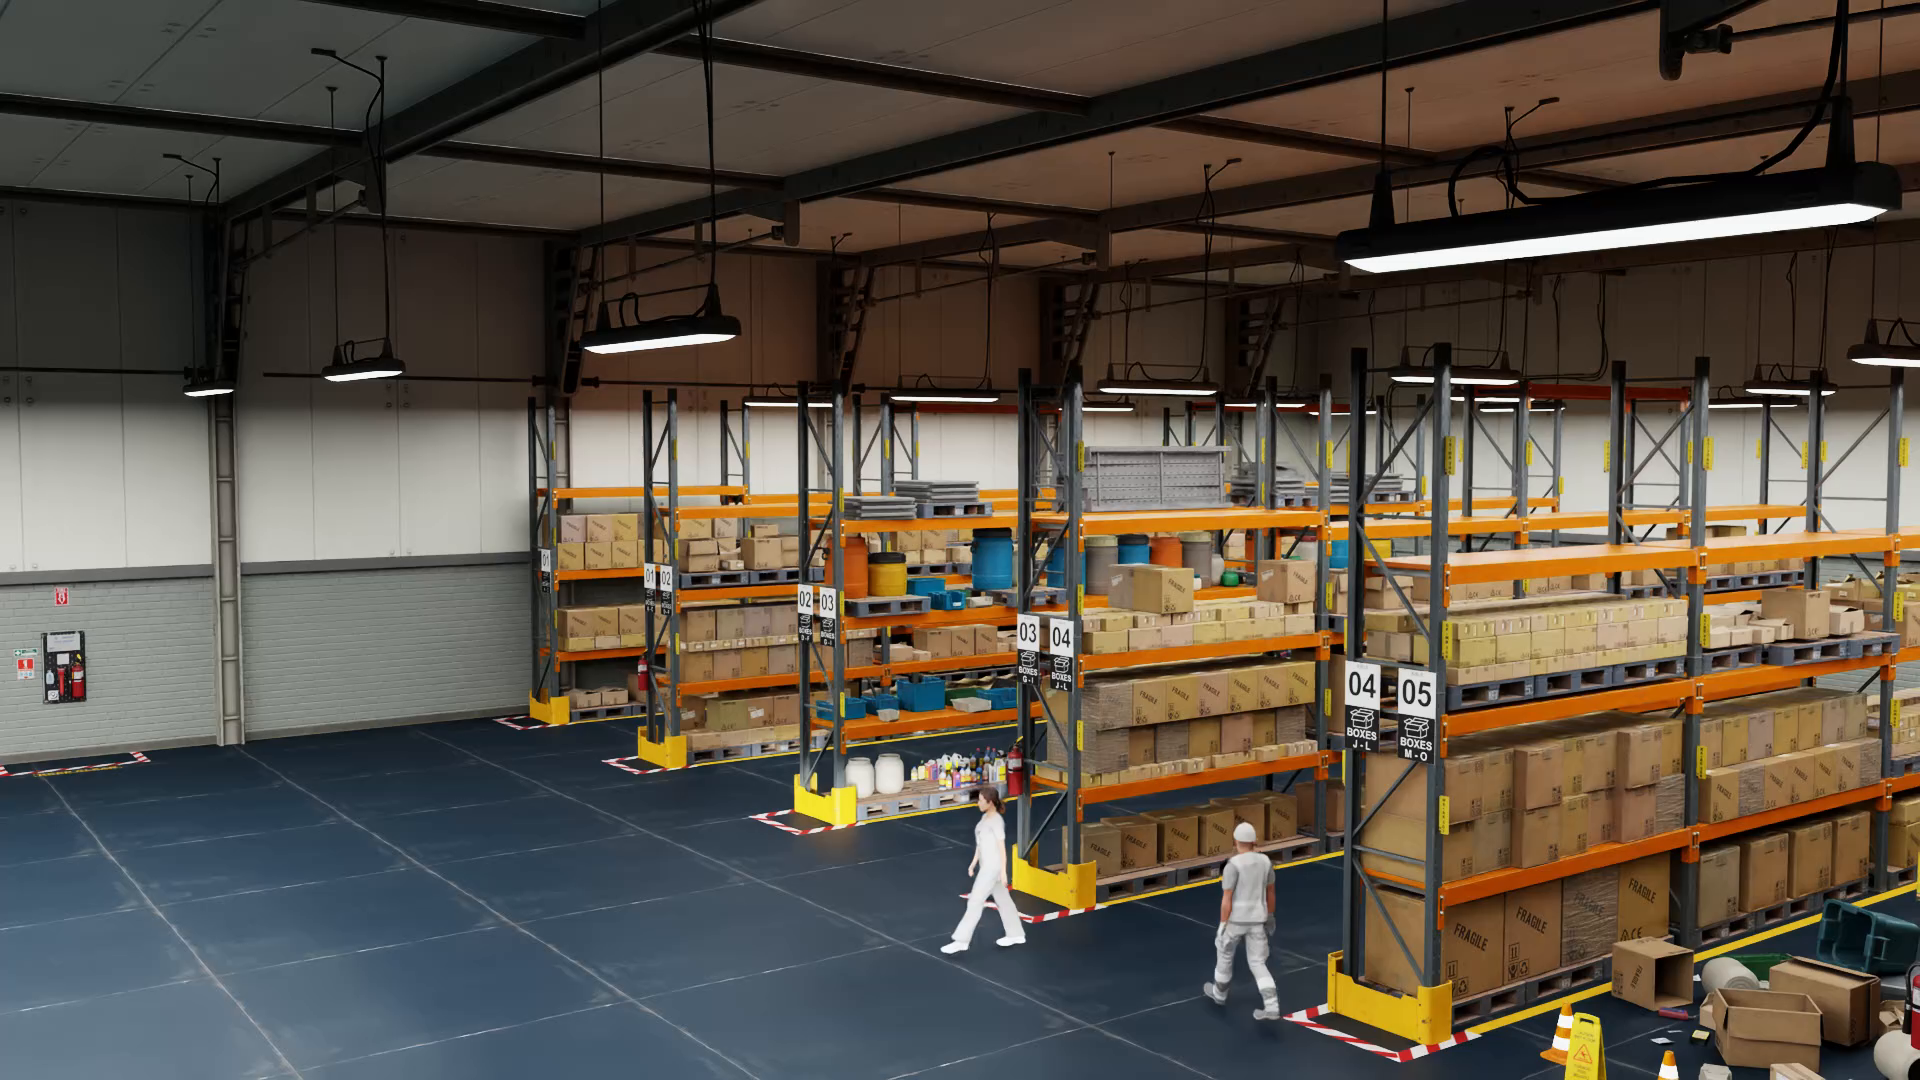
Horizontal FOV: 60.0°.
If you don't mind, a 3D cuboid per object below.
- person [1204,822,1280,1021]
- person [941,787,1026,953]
[{"bbox_3d":[2.556,3.412,14.957,0.648,1.741,1.086,-1,3,-15],"label":"person"},{"bbox_3d":[0.229,3.323,16.876,0.911,1.634,0.508,-1,3,-9],"label":"person"}]
